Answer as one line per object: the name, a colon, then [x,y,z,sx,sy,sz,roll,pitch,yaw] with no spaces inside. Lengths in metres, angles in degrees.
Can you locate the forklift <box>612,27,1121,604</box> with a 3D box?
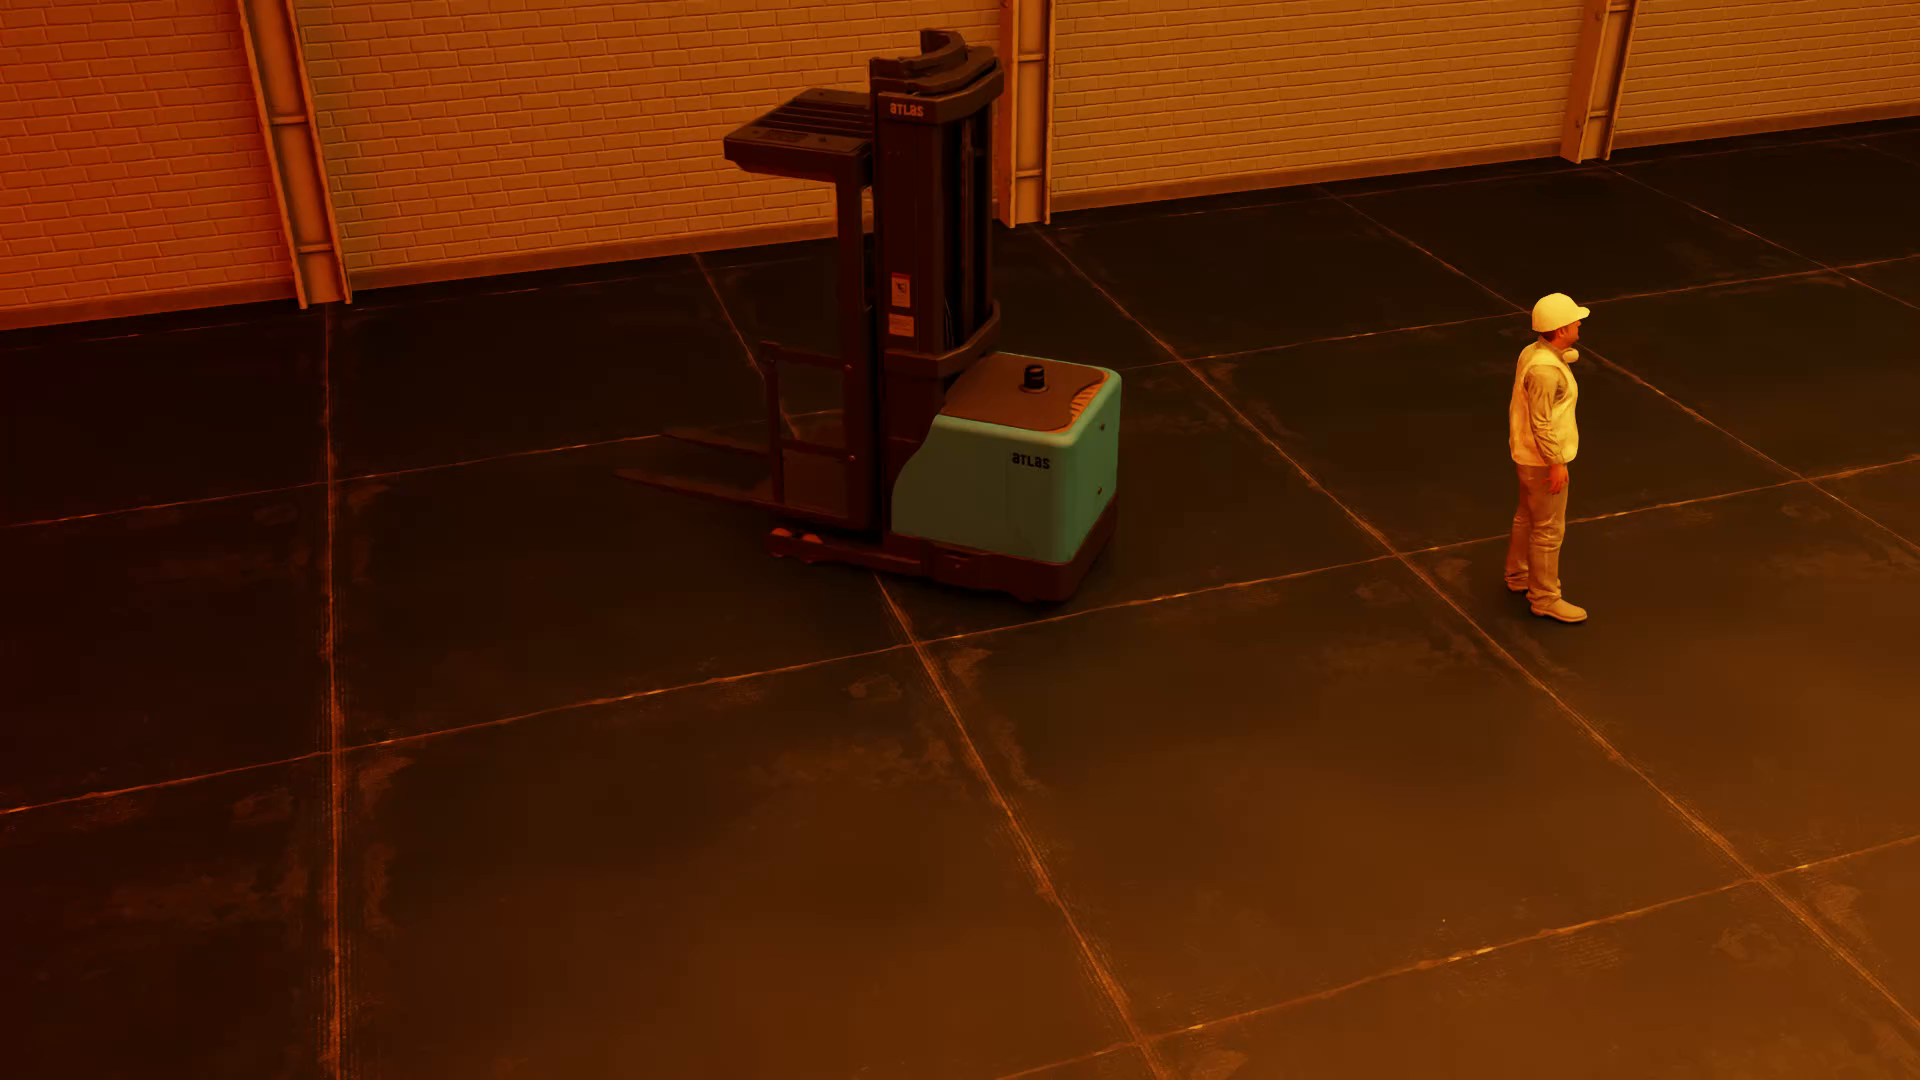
forklift: [-0.627,-1.368,9.464,3.031,2.935,1.130,11,32,18]

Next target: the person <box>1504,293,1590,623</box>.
person: [3.252,-0.477,9.063,0.568,1.773,0.631,6,30,10]
